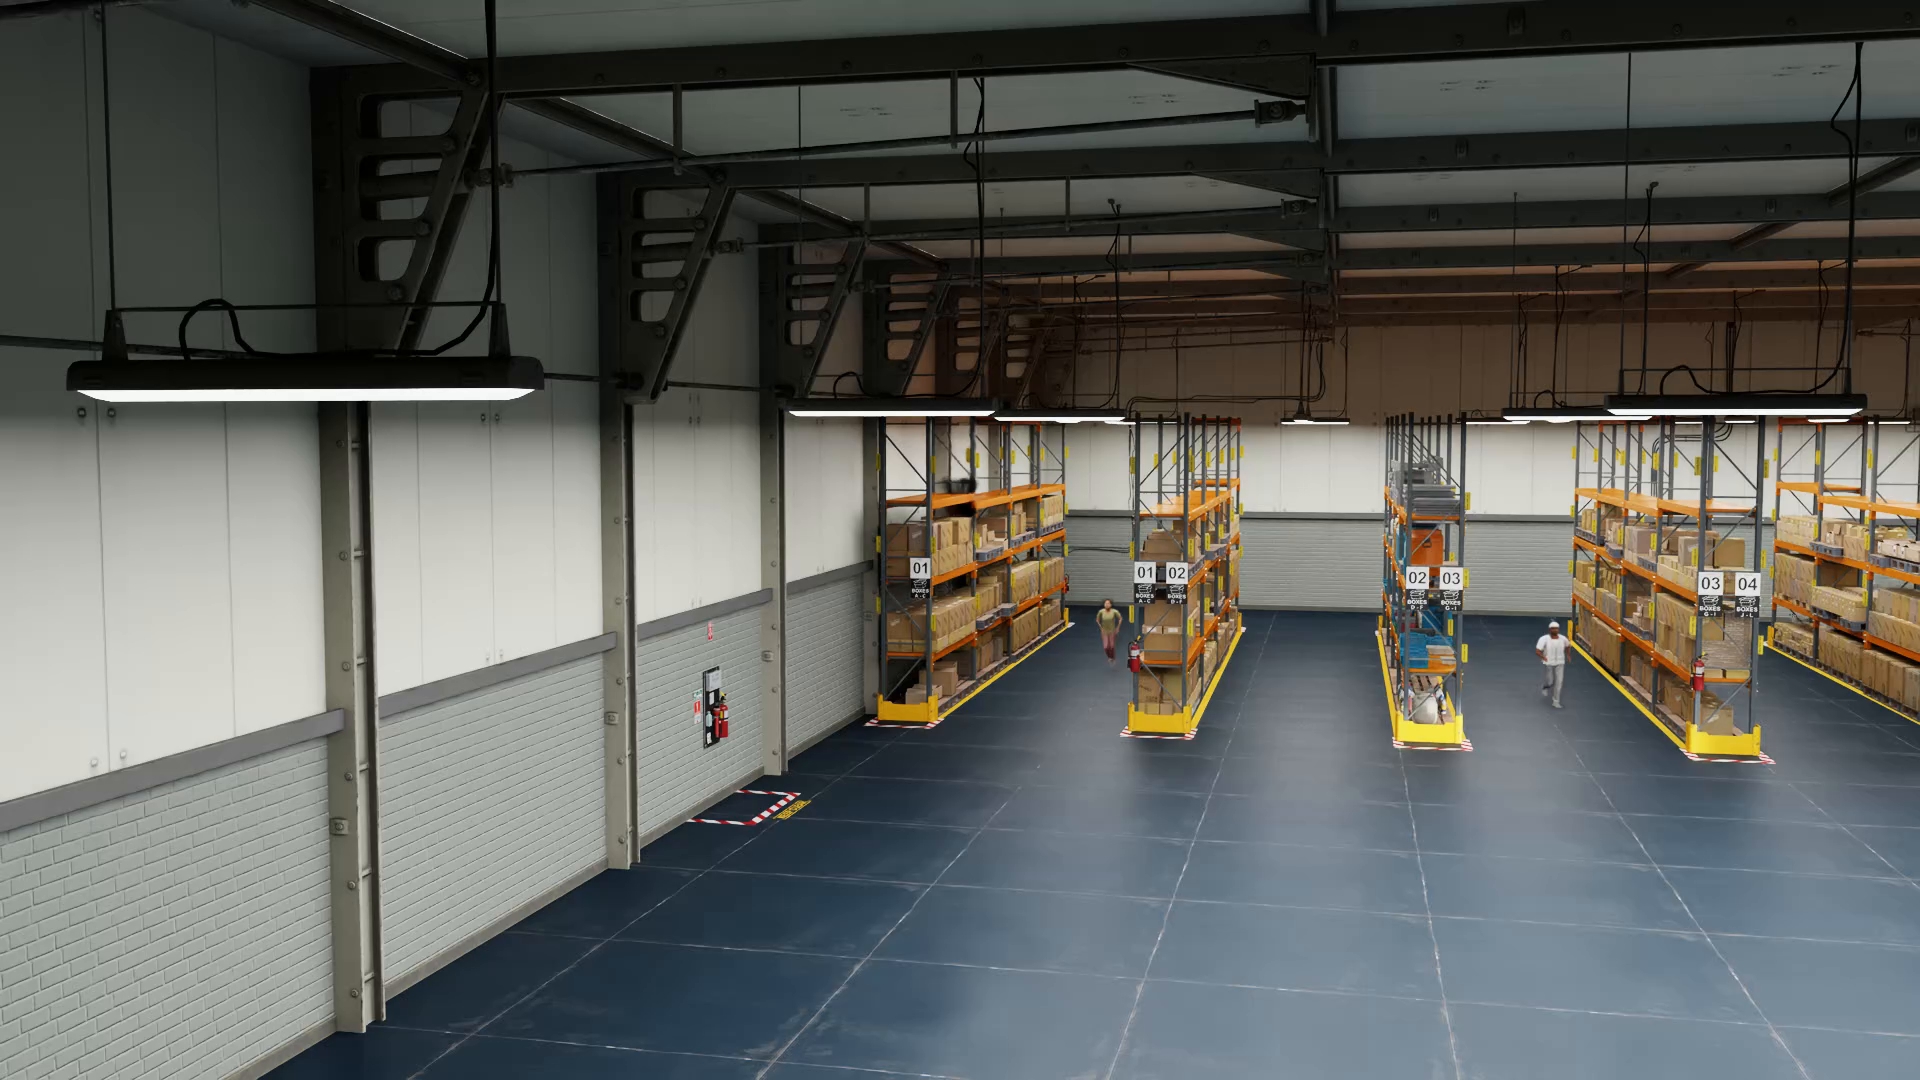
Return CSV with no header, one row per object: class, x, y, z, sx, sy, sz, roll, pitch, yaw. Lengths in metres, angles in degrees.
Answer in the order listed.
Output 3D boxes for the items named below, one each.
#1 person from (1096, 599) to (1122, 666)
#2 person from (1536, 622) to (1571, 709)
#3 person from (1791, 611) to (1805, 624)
person,3.444,2.169,38.617,0.588,1.559,0.507,1,4,13
person,12.225,2.547,34.205,0.713,1.736,0.897,0,4,5
person,22.546,1.909,44.535,0.769,1.655,0.607,0,4,0
